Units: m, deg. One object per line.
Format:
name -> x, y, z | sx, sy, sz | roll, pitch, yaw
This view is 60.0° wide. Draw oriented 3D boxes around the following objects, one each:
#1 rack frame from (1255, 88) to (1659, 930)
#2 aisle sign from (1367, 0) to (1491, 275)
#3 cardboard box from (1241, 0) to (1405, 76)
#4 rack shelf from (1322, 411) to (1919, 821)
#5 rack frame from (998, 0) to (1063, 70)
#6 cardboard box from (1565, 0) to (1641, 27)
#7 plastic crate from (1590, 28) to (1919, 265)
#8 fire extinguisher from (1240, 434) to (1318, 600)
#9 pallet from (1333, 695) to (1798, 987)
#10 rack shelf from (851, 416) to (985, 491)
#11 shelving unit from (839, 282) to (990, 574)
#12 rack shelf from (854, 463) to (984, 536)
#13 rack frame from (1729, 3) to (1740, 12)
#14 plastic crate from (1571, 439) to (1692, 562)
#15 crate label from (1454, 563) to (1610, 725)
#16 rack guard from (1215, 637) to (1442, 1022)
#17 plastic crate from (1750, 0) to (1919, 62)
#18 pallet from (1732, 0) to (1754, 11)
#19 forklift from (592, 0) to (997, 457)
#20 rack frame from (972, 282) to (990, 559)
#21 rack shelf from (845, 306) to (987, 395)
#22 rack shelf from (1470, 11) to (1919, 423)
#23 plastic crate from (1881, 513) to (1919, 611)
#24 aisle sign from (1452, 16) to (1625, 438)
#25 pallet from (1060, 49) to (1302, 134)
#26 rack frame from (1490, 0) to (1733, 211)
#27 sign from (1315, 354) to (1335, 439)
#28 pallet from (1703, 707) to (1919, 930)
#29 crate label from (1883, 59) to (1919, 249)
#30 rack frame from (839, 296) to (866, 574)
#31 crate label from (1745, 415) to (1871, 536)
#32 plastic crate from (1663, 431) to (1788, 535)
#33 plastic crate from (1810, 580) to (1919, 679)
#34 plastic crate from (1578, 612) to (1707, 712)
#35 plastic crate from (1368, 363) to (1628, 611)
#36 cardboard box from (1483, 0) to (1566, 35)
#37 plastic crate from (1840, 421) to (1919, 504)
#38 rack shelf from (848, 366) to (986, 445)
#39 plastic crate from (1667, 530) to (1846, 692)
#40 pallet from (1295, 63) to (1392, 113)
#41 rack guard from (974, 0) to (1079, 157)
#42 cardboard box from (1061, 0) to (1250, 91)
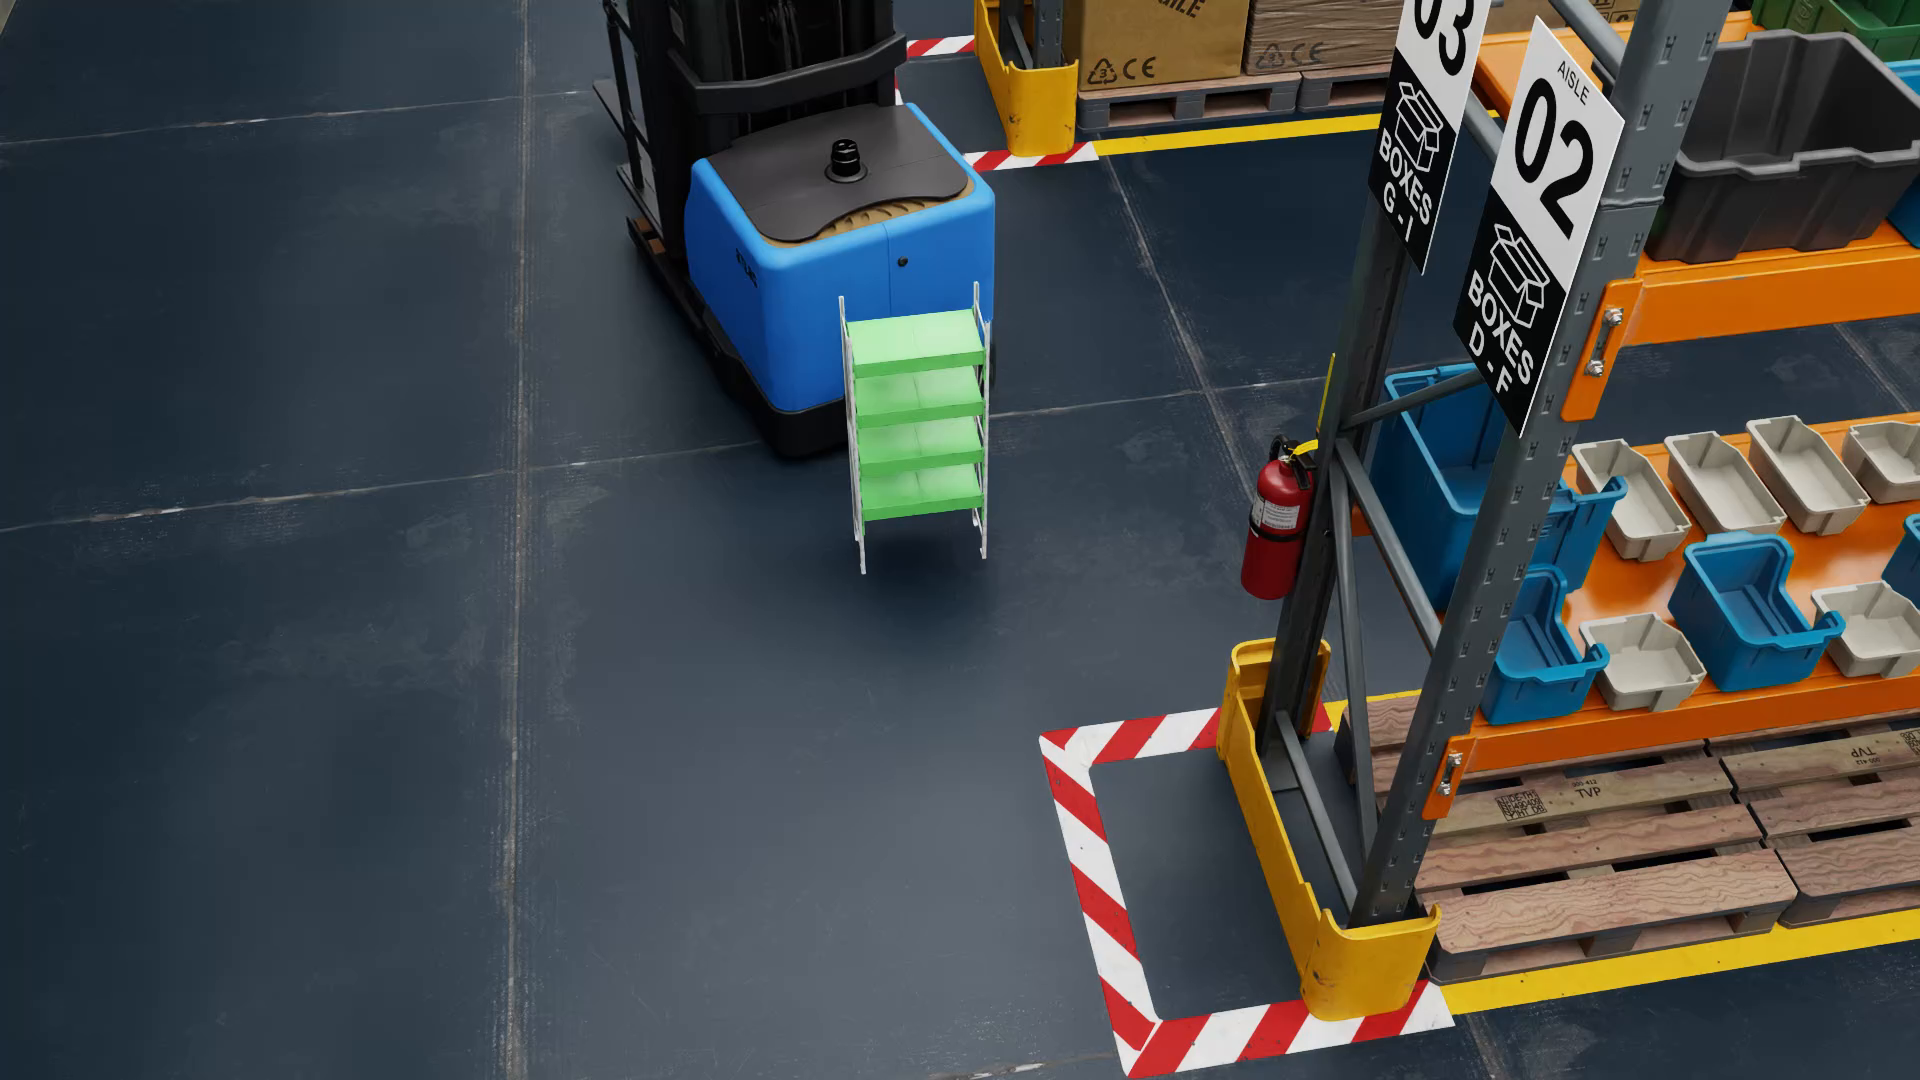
rack frame -> 1.207, 0.047, 4.622 | 0.127, 3.000, 1.000 | -7, 46, -7
aisle sign -> 1.086, -1.054, 3.877 | 0.004, 0.787, 0.394 | -7, 46, -7
cardboard box -> 1.876, -3.123, 8.860 | 0.875, 0.875, 0.875 | -7, 46, -7
rack shelf -> 3.178, 0.051, 5.118 | 4.000, 0.370, 1.077 | -7, 46, -7
rack frame -> 0.363, -3.468, 8.008 | 0.127, 3.000, 1.000 | -7, 46, -7
cardboard box -> 3.640, -3.343, 9.072 | 0.875, 0.875, 0.875 | -7, 46, -7
plastic crate -> 1.634, -0.798, 3.444 | 0.590, 0.269, 0.497 | -7, 46, -7
fire extinguisher -> 0.981, -0.101, 5.077 | 0.183, 0.674, 0.296 | -7, 46, -7
pallet -> 2.026, 0.941, 5.697 | 1.213, 0.211, 1.003 | -7, 46, -7
rack shelf -> -0.163, -0.352, 6.344 | 0.480, 0.148, 0.258 | -7, 46, -7
shelving unit -> -0.163, -0.396, 6.298 | 0.503, 1.200, 0.258 | -7, 46, -7
rack shelf -> -0.163, -0.185, 6.517 | 0.480, 0.148, 0.258 | -7, 46, -7
rack frame -> 4.304, -3.959, 8.481 | 0.127, 3.000, 1.000 | -7, 46, -7
plastic crate -> 1.980, -0.111, 4.915 | 0.243, 0.136, 0.396 | -7, 46, -7
crate label -> 1.507, 0.287, 4.465 | 0.303, 0.233, 0.416 | -7, 46, -7
rack guard -> 1.186, 0.926, 5.510 | 0.348, 0.500, 1.175 | -7, 46, -7
plastic crate -> 2.130, -1.244, 3.930 | 0.336, 0.188, 0.450 | -7, 46, -7
pallet -> 5.051, -3.140, 9.628 | 1.213, 0.211, 1.003 | -7, 46, -7
forklift -> -0.958, -2.434, 7.060 | 1.130, 2.935, 3.031 | -20, 49, -18
rack frame -> 0.077, -0.426, 6.327 | 0.015, 1.200, 0.240 | -7, 46, -7
rack shelf -> -0.163, -0.685, 5.999 | 0.480, 0.148, 0.258 | -7, 46, -7
rack shelf -> 3.178, -0.990, 4.037 | 4.000, 0.370, 1.077 | -7, 46, -7
plastic crate -> 2.804, 0.126, 4.620 | 0.300, 0.233, 0.416 | -7, 46, -7
aisle sign -> 1.187, -0.635, 3.474 | 0.004, 0.787, 0.394 | -7, 46, -7
pallet -> 1.137, -2.654, 9.160 | 1.213, 0.211, 1.003 | -7, 46, -7
rack frame -> 1.207, -2.035, 2.461 | 0.127, 3.000, 1.000 | -7, 46, -7
sign -> 1.097, -0.398, 4.937 | 0.005, 0.325, 0.100 | -7, 46, -7
pallet -> 3.226, 0.793, 5.839 | 1.213, 0.211, 1.003 | -7, 46, -7
crate label -> 2.171, -0.826, 3.483 | 0.502, 0.251, 0.408 | -7, 46, -7
rack frame -> -0.404, -0.366, 6.269 | 0.015, 1.200, 0.240 | -7, 46, -7
crate label -> 2.538, -0.188, 4.990 | 0.243, 0.136, 0.396 | -7, 46, -7
plastic crate -> 2.268, -0.136, 4.940 | 0.243, 0.136, 0.396 | -7, 46, -7
plastic crate -> 2.505, 0.257, 4.561 | 0.298, 0.136, 0.250 | -7, 46, -7
plastic crate -> 1.837, 0.340, 4.481 | 0.298, 0.136, 0.250 | -7, 46, -7
plastic crate -> 1.505, -0.160, 4.755 | 0.499, 0.435, 0.616 | -7, 46, -7
cardboard box -> 2.753, -3.233, 8.965 | 0.875, 0.875, 0.875 | -7, 46, -7
plastic crate -> 2.827, -0.237, 5.037 | 0.250, 0.136, 0.298 | -7, 46, -7
rack shelf -> -0.163, -0.518, 6.172 | 0.480, 0.148, 0.258 | -7, 46, -7
plastic crate -> 2.155, 0.207, 4.543 | 0.300, 0.233, 0.416 | -7, 46, -7
pallet -> 2.337, -2.801, 9.302 | 1.213, 0.211, 1.003 | -7, 46, -7
rack guard -> 0.339, -2.597, 8.905 | 0.348, 0.500, 1.175 | -7, 46, -7
cardboard box -> 0.980, -3.011, 8.752 | 0.875, 0.875, 0.875 | -7, 46, -7
